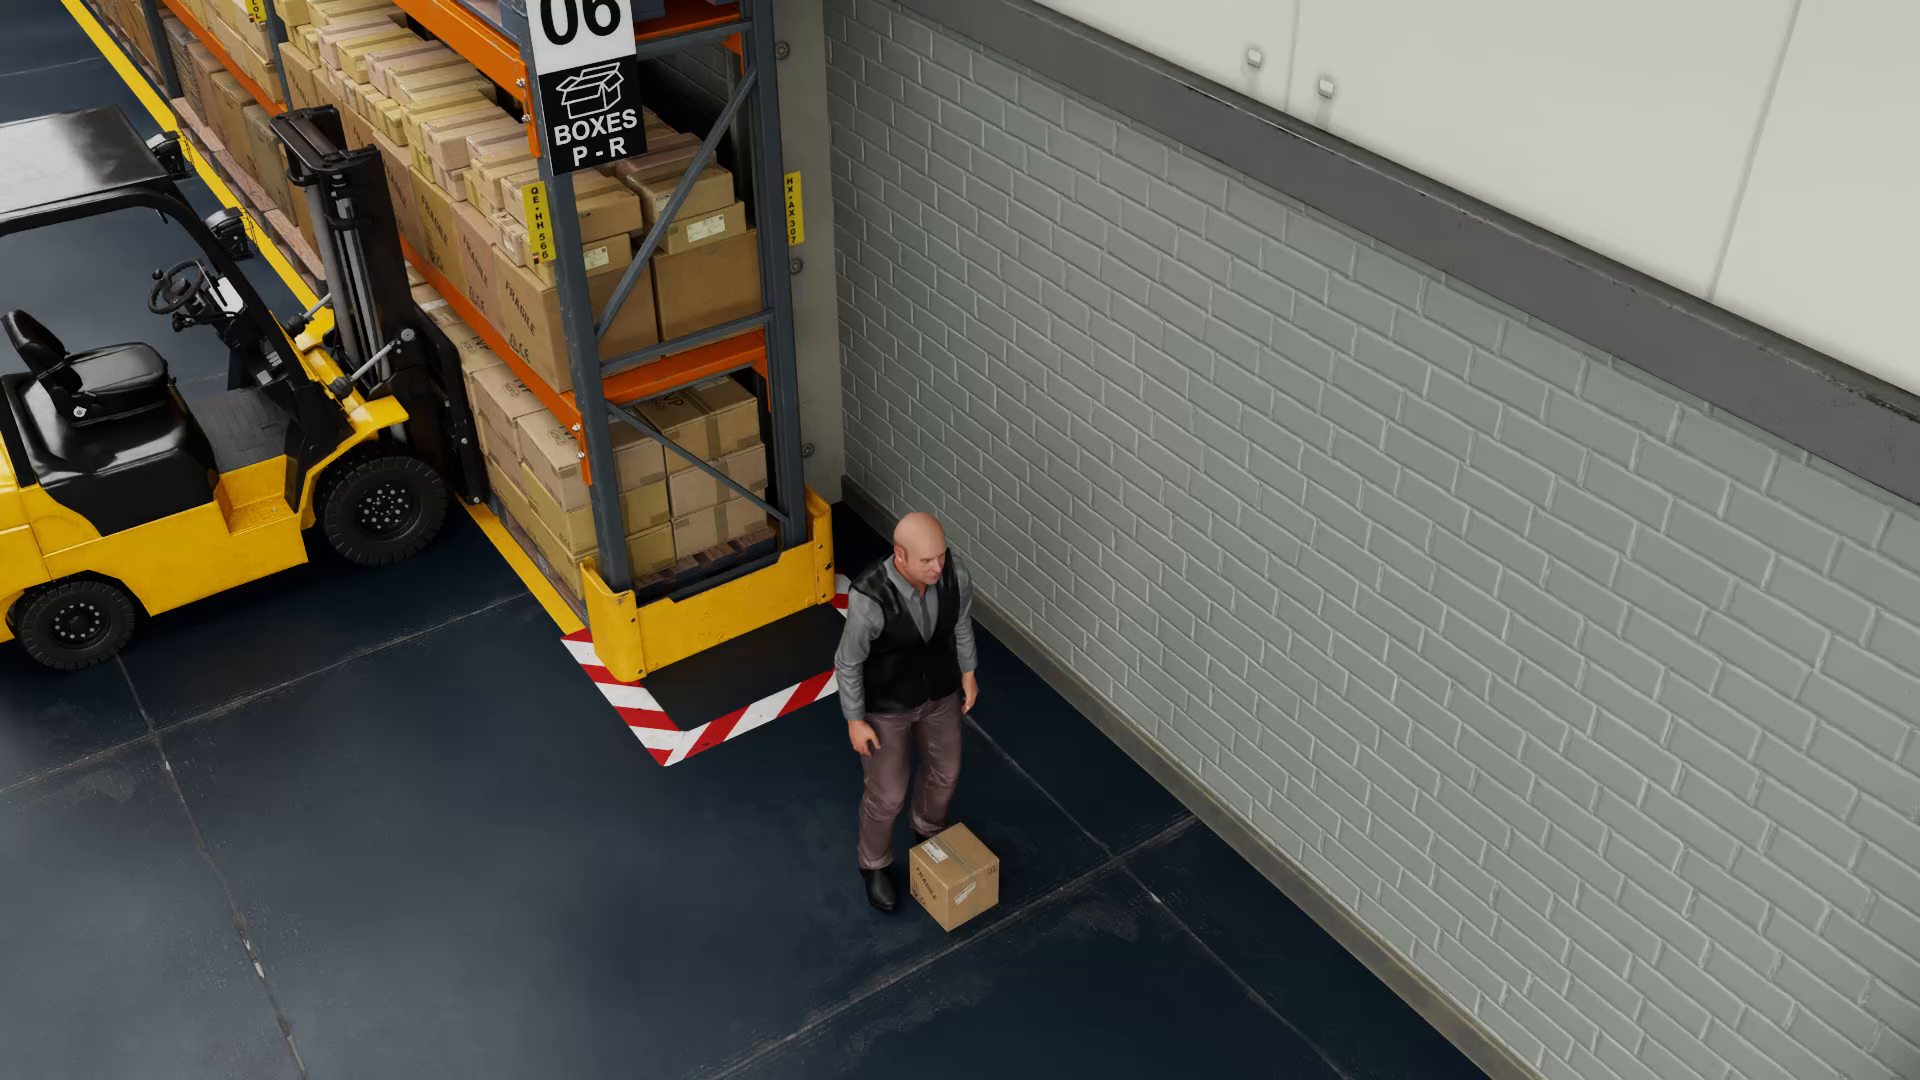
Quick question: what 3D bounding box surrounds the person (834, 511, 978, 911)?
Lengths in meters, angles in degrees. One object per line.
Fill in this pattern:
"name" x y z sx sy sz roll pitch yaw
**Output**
"person" -0.195 0.585 6.221 0.580 1.721 0.420 -22 42 -27
